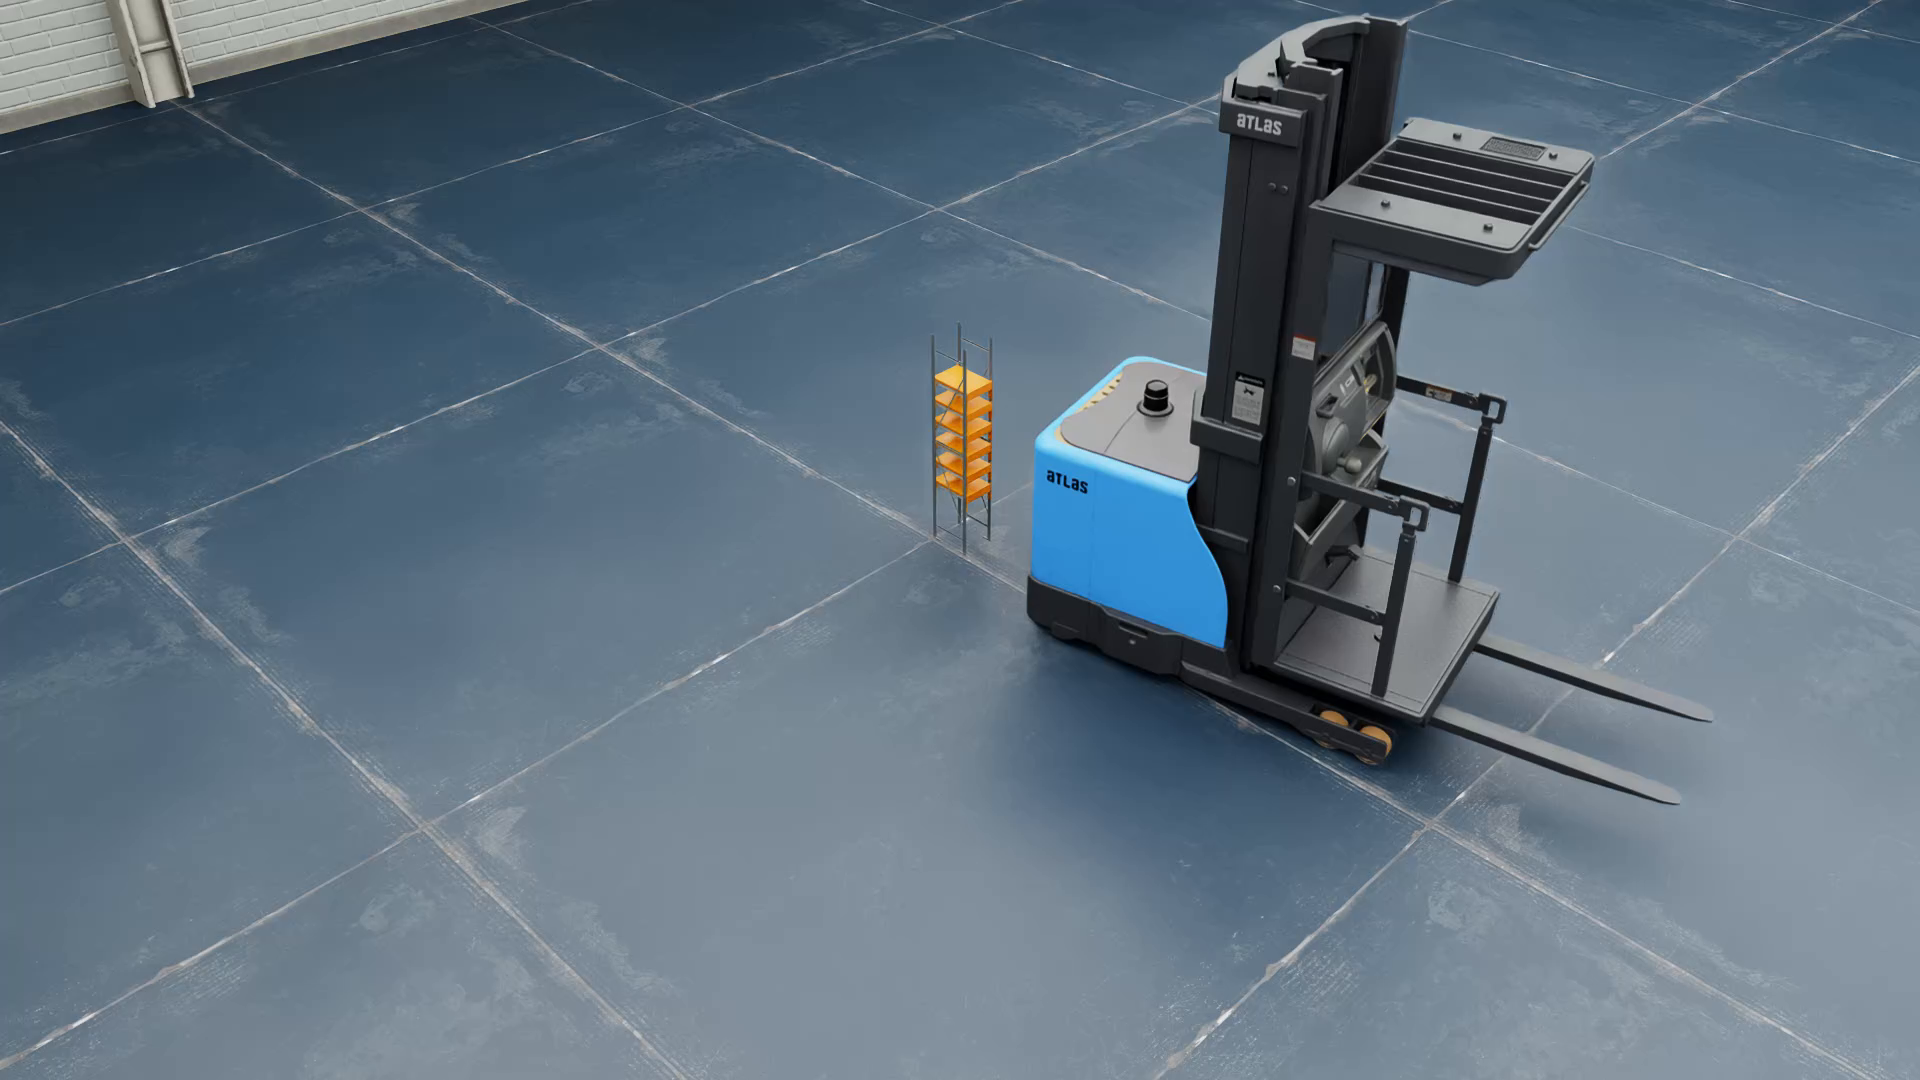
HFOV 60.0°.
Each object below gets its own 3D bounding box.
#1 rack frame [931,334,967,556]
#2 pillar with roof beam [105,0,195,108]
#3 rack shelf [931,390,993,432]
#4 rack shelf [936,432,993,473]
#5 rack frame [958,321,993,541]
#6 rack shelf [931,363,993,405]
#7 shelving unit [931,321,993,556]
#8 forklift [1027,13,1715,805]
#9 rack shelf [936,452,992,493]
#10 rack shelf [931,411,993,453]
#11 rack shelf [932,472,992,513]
[{"bbox_3d":[-0.054,-0.461,8.353,0.240,1.200,0.006,30,45,35],"label":"rack frame"},{"bbox_3d":[-3.704,-5.715,9.068,9.100,9.000,0.400,30,45,35],"label":"pillar with roof beam"},{"bbox_3d":[0.010,-0.658,8.294,0.258,0.103,0.180,30,45,35],"label":"rack shelf"},{"bbox_3d":[0.010,-0.462,8.431,0.258,0.103,0.180,30,45,35],"label":"rack shelf"},{"bbox_3d":[0.075,-0.535,8.459,0.240,1.200,0.006,30,45,35],"label":"rack frame"},{"bbox_3d":[0.010,-0.757,8.225,0.258,0.103,0.180,30,45,35],"label":"rack shelf"},{"bbox_3d":[0.010,-0.498,8.406,0.258,1.200,0.189,30,45,35],"label":"shelving unit"},{"bbox_3d":[1.843,-0.563,6.986,3.031,2.935,1.130,20,40,26],"label":"forklift"},{"bbox_3d":[0.010,-0.363,8.500,0.258,0.103,0.180,30,45,35],"label":"rack shelf"},{"bbox_3d":[0.010,-0.560,8.363,0.258,0.103,0.180,30,45,35],"label":"rack shelf"},{"bbox_3d":[0.010,-0.265,8.569,0.258,0.103,0.180,30,45,35],"label":"rack shelf"}]
